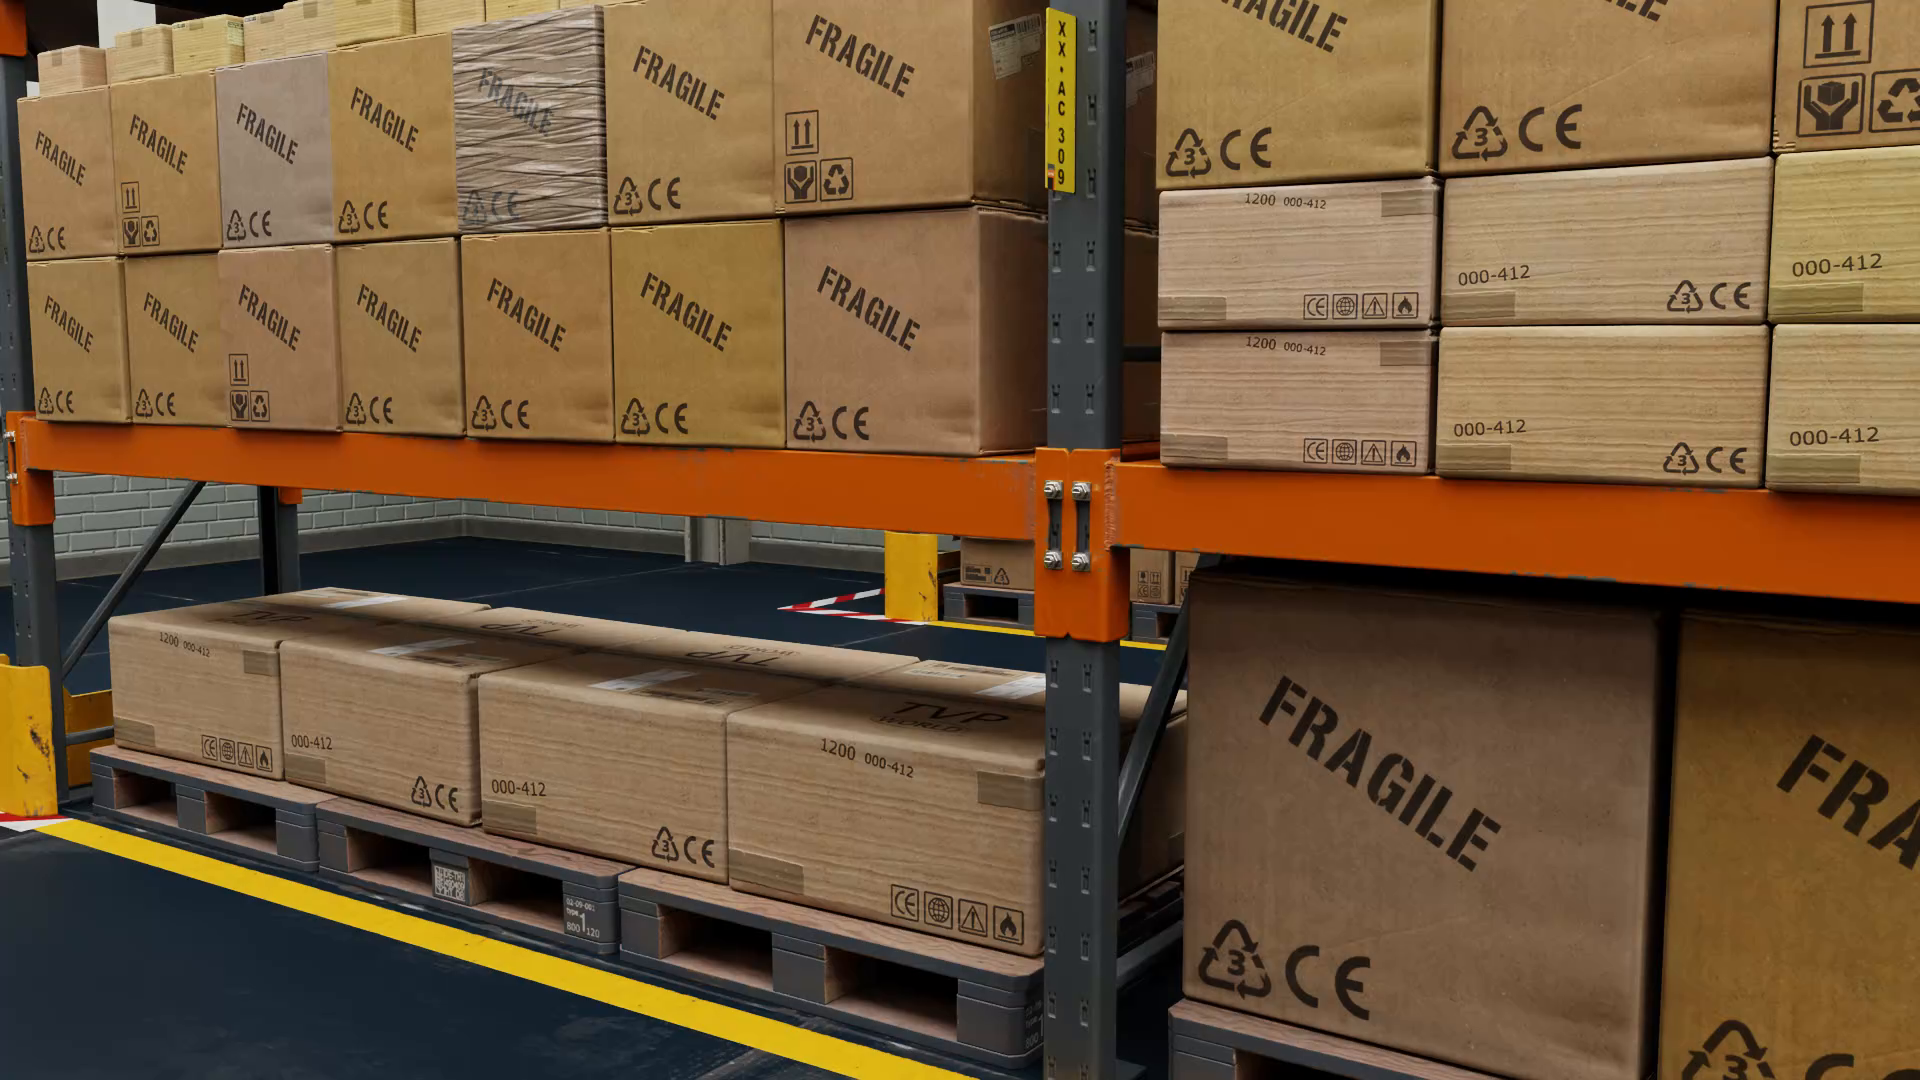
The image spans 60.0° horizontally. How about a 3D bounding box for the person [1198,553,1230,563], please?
[{"bbox_3d":[1.146,-0.127,6.862,0.565,1.764,0.376,4,8,35],"label":"person"}]
